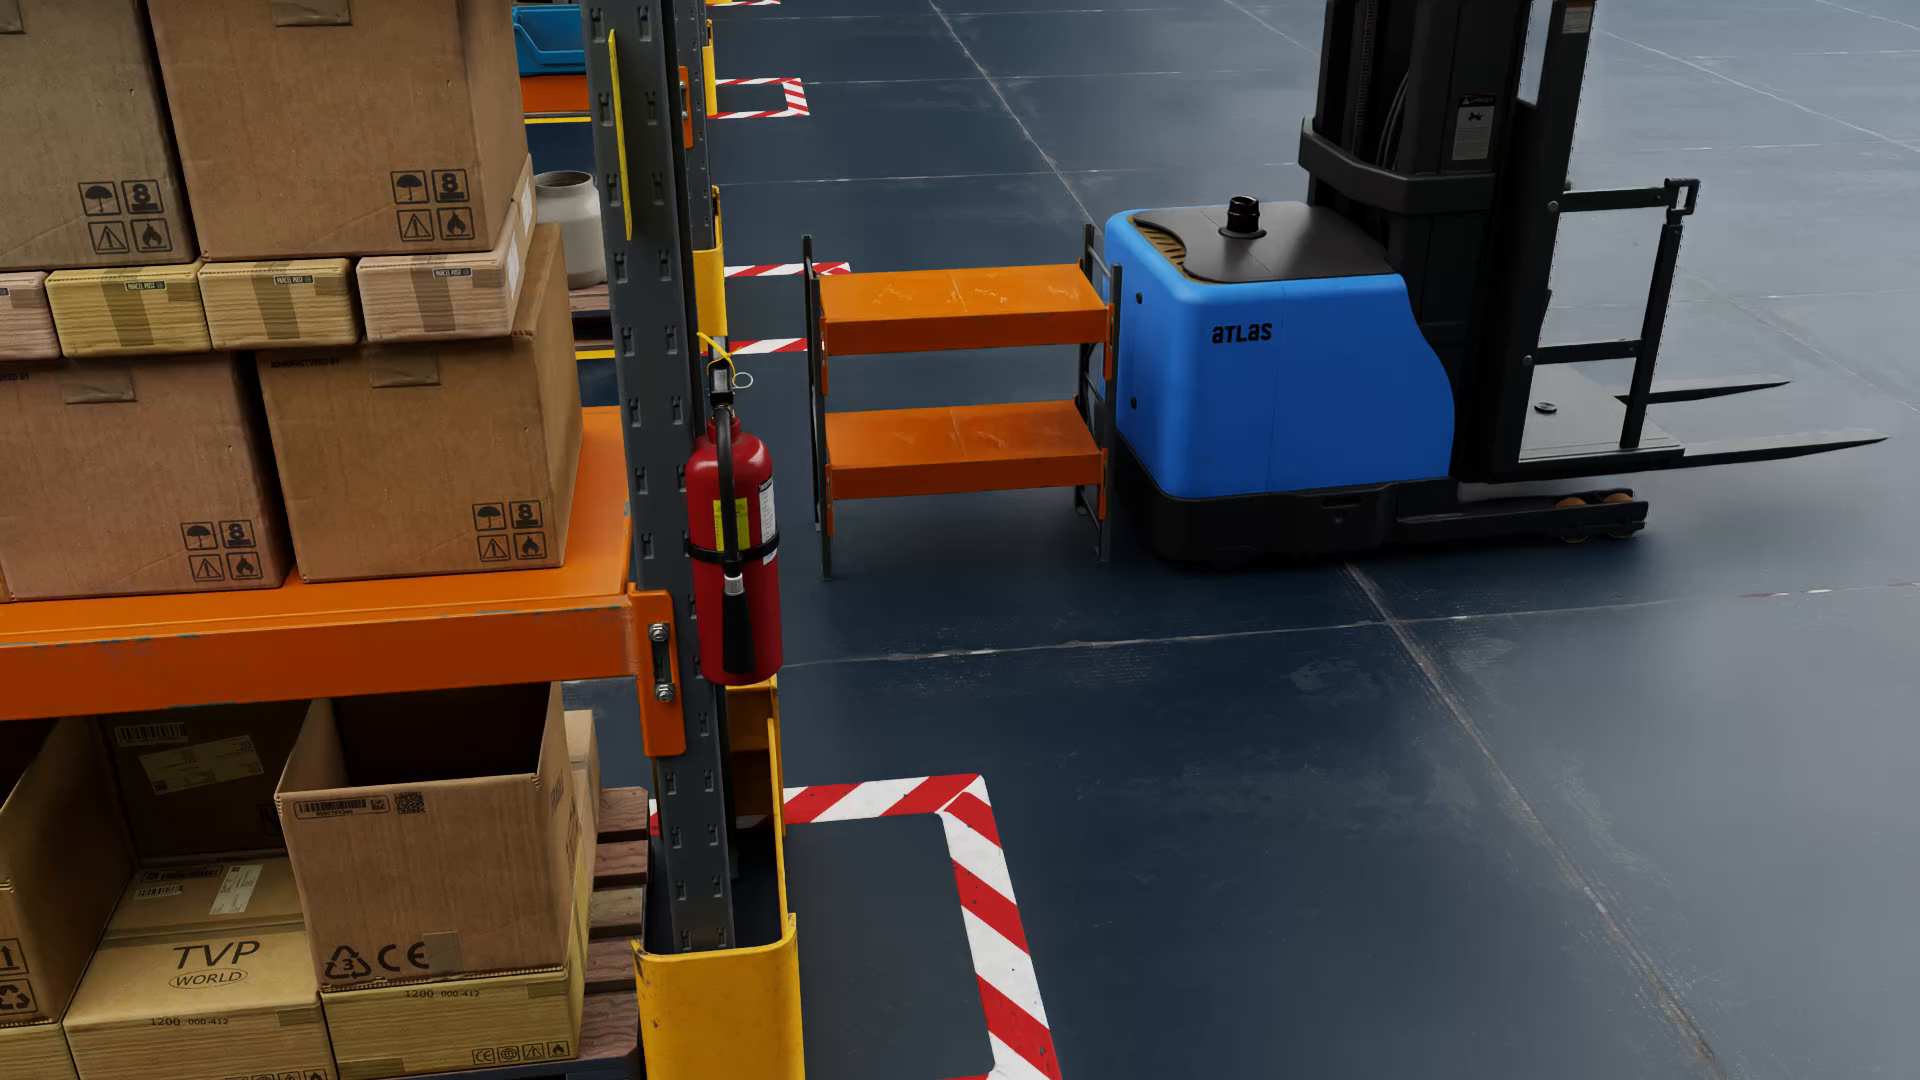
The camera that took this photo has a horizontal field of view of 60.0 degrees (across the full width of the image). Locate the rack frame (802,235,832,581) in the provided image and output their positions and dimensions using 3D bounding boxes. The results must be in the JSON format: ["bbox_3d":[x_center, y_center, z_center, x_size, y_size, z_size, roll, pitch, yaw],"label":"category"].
[{"bbox_3d":[-0.510,-0.468,5.929,0.032,1.125,0.500,-4,27,-7],"label":"rack frame"}]

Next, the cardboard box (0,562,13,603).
[{"bbox_3d":[-2.094,-0.243,3.329,0.500,0.500,0.700,-3,27,-7],"label":"cardboard box"}]

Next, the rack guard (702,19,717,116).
[{"bbox_3d":[-2.069,-3.649,12.814,0.348,0.500,1.175,-4,27,-7],"label":"rack guard"}]

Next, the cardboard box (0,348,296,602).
[{"bbox_3d":[-1.601,-0.272,3.385,0.500,0.500,0.700,-3,27,-6],"label":"cardboard box"}]

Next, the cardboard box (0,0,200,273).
[{"bbox_3d":[-1.654,-0.846,3.082,0.500,0.500,0.700,-4,27,-8],"label":"cardboard box"}]

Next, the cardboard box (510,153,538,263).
[{"bbox_3d":[-1.036,-0.693,3.494,0.250,0.149,0.380,-4,27,-7],"label":"cardboard box"}]

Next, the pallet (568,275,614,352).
[{"bbox_3d":[-2.178,-1.211,8.379,1.213,0.211,1.003,-4,27,-7],"label":"pallet"}]

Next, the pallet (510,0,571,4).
[{"bbox_3d":[-4.571,-5.612,16.955,1.213,0.211,1.003,-4,27,-7],"label":"pallet"}]

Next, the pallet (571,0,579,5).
[{"bbox_3d":[-3.366,-5.688,17.104,1.213,0.211,1.003,-4,27,-7],"label":"pallet"}]

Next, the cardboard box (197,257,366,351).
[{"bbox_3d":[-1.229,-0.493,3.104,0.250,0.149,0.380,-3,27,-6],"label":"cardboard box"}]

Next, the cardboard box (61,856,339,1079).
[{"bbox_3d":[-1.601,0.954,3.657,0.500,0.250,0.500,-4,27,-7],"label":"cardboard box"}]

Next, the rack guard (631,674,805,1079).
[{"bbox_3d":[-0.594,0.823,4.098,0.348,0.500,1.175,-4,27,-7],"label":"rack guard"}]

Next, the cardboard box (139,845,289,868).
[{"bbox_3d":[-1.674,0.716,4.120,0.500,0.250,0.500,-4,27,-7],"label":"cardboard box"}]

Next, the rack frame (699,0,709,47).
[{"bbox_3d":[-1.994,-4.766,12.253,0.127,3.000,1.000,-4,27,-7],"label":"rack frame"}]

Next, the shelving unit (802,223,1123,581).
[{"bbox_3d":[-0.007,-0.500,5.992,1.048,1.125,0.538,-4,27,-7],"label":"shelving unit"}]

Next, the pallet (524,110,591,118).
[{"bbox_3d":[-2.879,-3.485,12.810,1.213,0.211,1.003,-4,27,-7],"label":"pallet"}]

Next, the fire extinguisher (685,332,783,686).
[{"bbox_3d":[-0.436,-0.050,3.147,0.183,0.674,0.296,-4,27,-7],"label":"fire extinguisher"}]

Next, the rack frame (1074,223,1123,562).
[{"bbox_3d":[0.497,-0.532,6.055,0.032,1.125,0.500,-4,27,-7],"label":"rack frame"}]

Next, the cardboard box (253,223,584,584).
[{"bbox_3d":[-1.082,-0.308,3.455,0.500,0.500,0.700,-4,27,-7],"label":"cardboard box"}]

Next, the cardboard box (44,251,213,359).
[{"bbox_3d":[-1.482,-0.476,3.073,0.250,0.149,0.380,-4,27,-8],"label":"cardboard box"}]

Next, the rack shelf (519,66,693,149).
[{"bbox_3d":[-3.285,-2.080,7.805,4.000,0.370,1.077,-4,27,-7],"label":"rack shelf"}]

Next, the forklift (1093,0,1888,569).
[{"bbox_3d":[2.109,-1.525,6.011,3.031,2.935,1.130,-5,28,-10],"label":"forklift"}]

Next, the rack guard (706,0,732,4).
[{"bbox_3d":[-2.561,-5.904,17.209,0.348,0.500,1.175,-4,27,-7],"label":"rack guard"}]

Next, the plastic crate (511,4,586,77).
[{"bbox_3d":[-1.758,-2.294,7.597,0.616,0.251,0.499,-4,27,-7],"label":"plastic crate"}]

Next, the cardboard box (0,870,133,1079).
[{"bbox_3d":[-2.096,0.987,3.593,0.500,0.250,0.500,-4,27,-7],"label":"cardboard box"}]

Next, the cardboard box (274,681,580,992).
[{"bbox_3d":[-1.107,0.584,3.556,0.500,0.500,0.500,-4,27,-7],"label":"cardboard box"}]

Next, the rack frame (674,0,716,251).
[{"bbox_3d":[-1.304,-2.527,7.889,0.127,3.000,1.000,-4,27,-7],"label":"rack frame"}]

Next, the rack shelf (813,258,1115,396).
[{"bbox_3d":[-0.007,-0.760,5.859,1.000,0.278,0.538,-4,27,-7],"label":"rack shelf"}]

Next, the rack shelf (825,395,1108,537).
[{"bbox_3d":[-0.007,-0.282,6.104,1.000,0.278,0.538,-4,27,-7],"label":"rack shelf"}]

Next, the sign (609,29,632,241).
[{"bbox_3d":[-0.556,-0.662,2.726,0.005,0.325,0.100,-4,27,-7],"label":"sign"}]

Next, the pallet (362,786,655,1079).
[{"bbox_3d":[-1.369,1.021,4.029,1.213,0.211,1.003,-4,27,-7],"label":"pallet"}]

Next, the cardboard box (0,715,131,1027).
[{"bbox_3d":[-2.096,0.654,3.419,0.500,0.500,0.500,-4,27,-7],"label":"cardboard box"}]

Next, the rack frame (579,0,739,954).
[{"bbox_3d":[-0.618,-0.287,3.524,0.127,3.000,1.000,-4,27,-7],"label":"rack frame"}]

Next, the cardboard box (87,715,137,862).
[{"bbox_3d":[-2.168,0.419,3.877,0.500,0.500,0.500,-4,27,-7],"label":"cardboard box"}]

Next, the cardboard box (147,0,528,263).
[{"bbox_3d":[-1.134,-0.882,3.152,0.500,0.500,0.700,-4,27,-7],"label":"cardboard box"}]

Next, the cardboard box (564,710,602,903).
[{"bbox_3d":[-1.180,0.683,4.186,0.500,0.250,0.500,-4,27,-7],"label":"cardboard box"}]

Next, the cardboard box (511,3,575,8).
[{"bbox_3d":[-3.202,-3.755,12.560,0.500,0.500,0.500,3,27,6],"label":"cardboard box"}]

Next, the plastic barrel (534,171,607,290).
[{"bbox_3d":[-1.945,-1.530,8.212,0.421,0.512,0.421,0,27,0],"label":"plastic barrel"}]

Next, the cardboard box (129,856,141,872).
[{"bbox_3d":[-2.170,0.748,4.059,0.500,0.250,0.500,-4,27,-7],"label":"cardboard box"}]

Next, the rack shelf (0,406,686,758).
[{"bbox_3d":[-2.598,0.160,3.441,4.000,0.370,1.077,-4,27,-7],"label":"rack shelf"}]

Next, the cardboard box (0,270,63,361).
[{"bbox_3d":[-1.731,-0.461,3.043,0.250,0.149,0.380,-3,27,-6],"label":"cardboard box"}]

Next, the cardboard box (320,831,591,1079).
[{"bbox_3d":[-1.108,0.917,3.729,0.500,0.250,0.500,-4,27,-7],"label":"cardboard box"}]

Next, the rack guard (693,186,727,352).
[{"bbox_3d":[-1.373,-1.389,8.409,0.348,0.500,1.175,-4,27,-7],"label":"rack guard"}]

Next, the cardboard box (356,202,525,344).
[{"bbox_3d":[-0.970,-0.510,3.138,0.250,0.149,0.380,-4,27,-8],"label":"cardboard box"}]

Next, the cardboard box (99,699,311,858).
[{"bbox_3d":[-1.675,0.382,3.951,0.500,0.500,0.500,-4,27,-7],"label":"cardboard box"}]
